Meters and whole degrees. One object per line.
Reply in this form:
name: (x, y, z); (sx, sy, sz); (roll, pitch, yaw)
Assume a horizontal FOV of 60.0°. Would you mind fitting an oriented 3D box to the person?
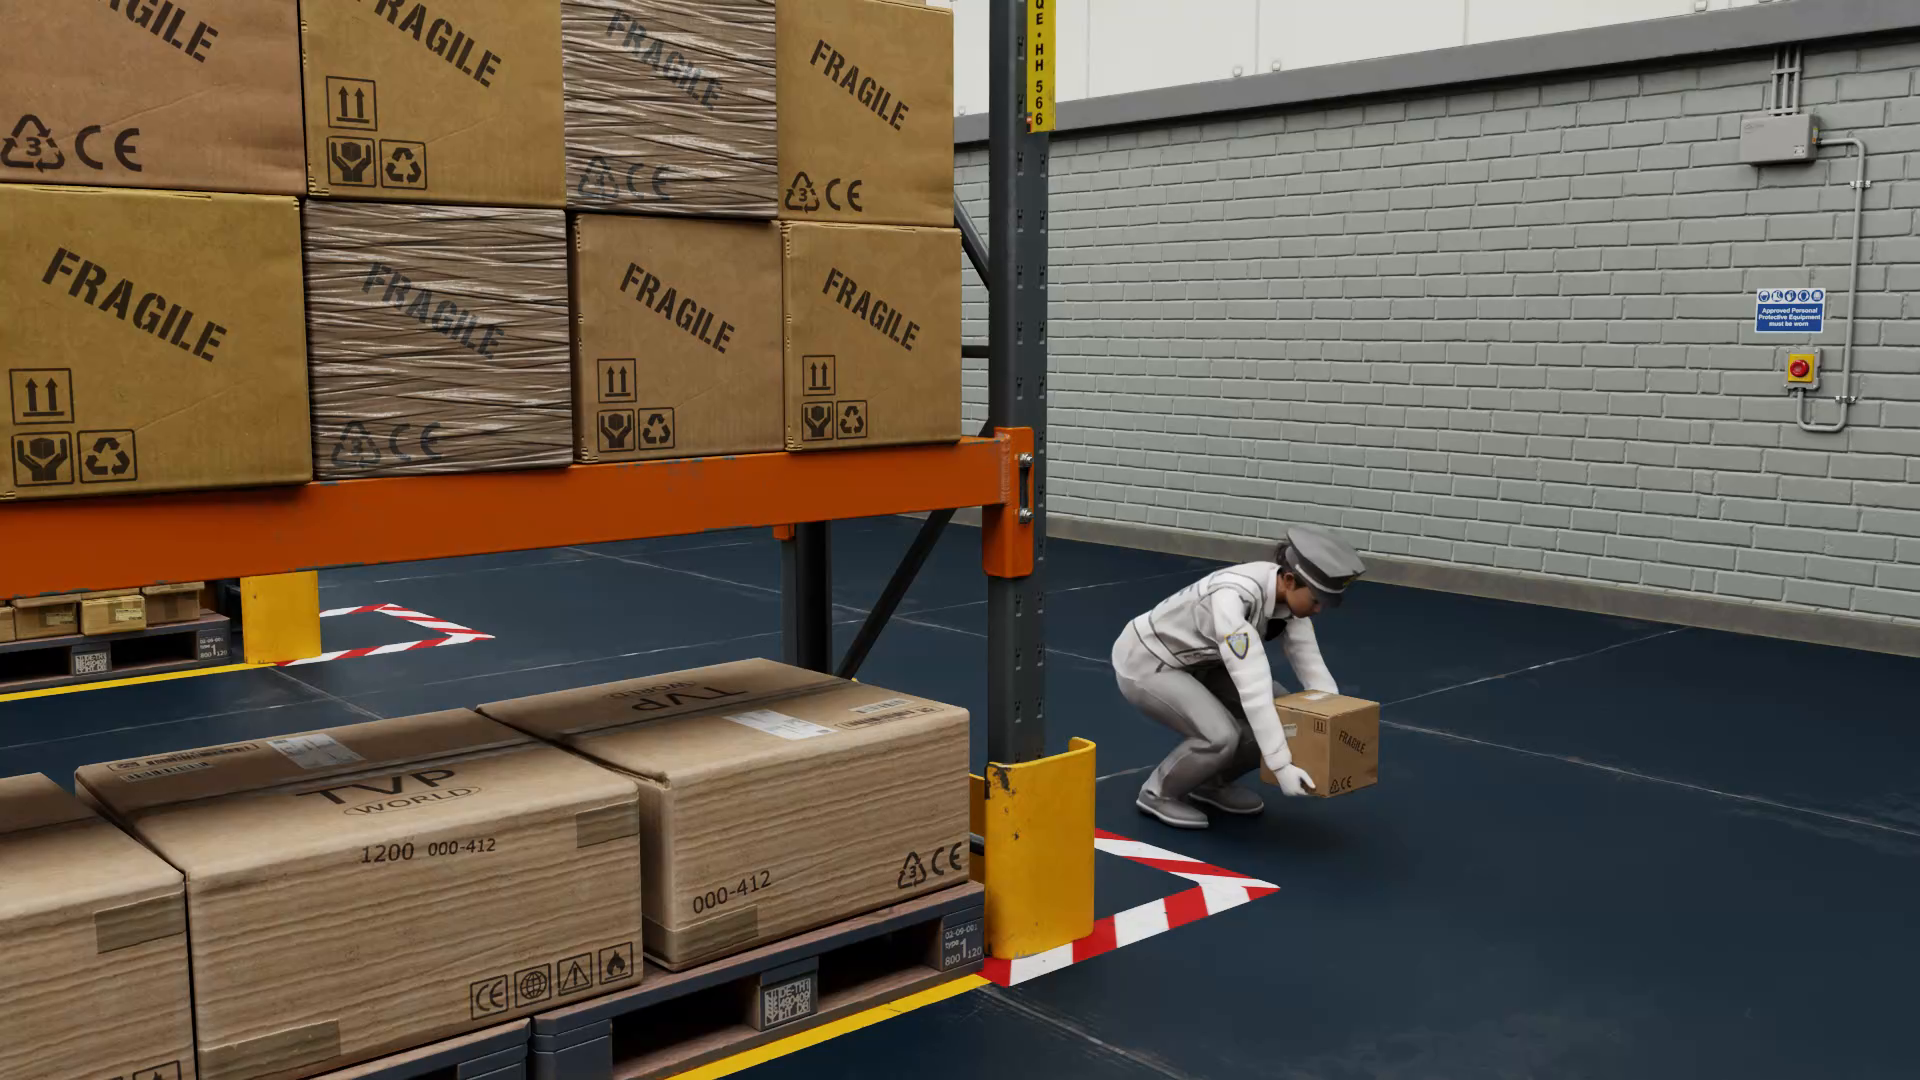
person: (0.875, 0.422, 5.249); (0.462, 0.983, 0.842); (-7, 10, -42)
